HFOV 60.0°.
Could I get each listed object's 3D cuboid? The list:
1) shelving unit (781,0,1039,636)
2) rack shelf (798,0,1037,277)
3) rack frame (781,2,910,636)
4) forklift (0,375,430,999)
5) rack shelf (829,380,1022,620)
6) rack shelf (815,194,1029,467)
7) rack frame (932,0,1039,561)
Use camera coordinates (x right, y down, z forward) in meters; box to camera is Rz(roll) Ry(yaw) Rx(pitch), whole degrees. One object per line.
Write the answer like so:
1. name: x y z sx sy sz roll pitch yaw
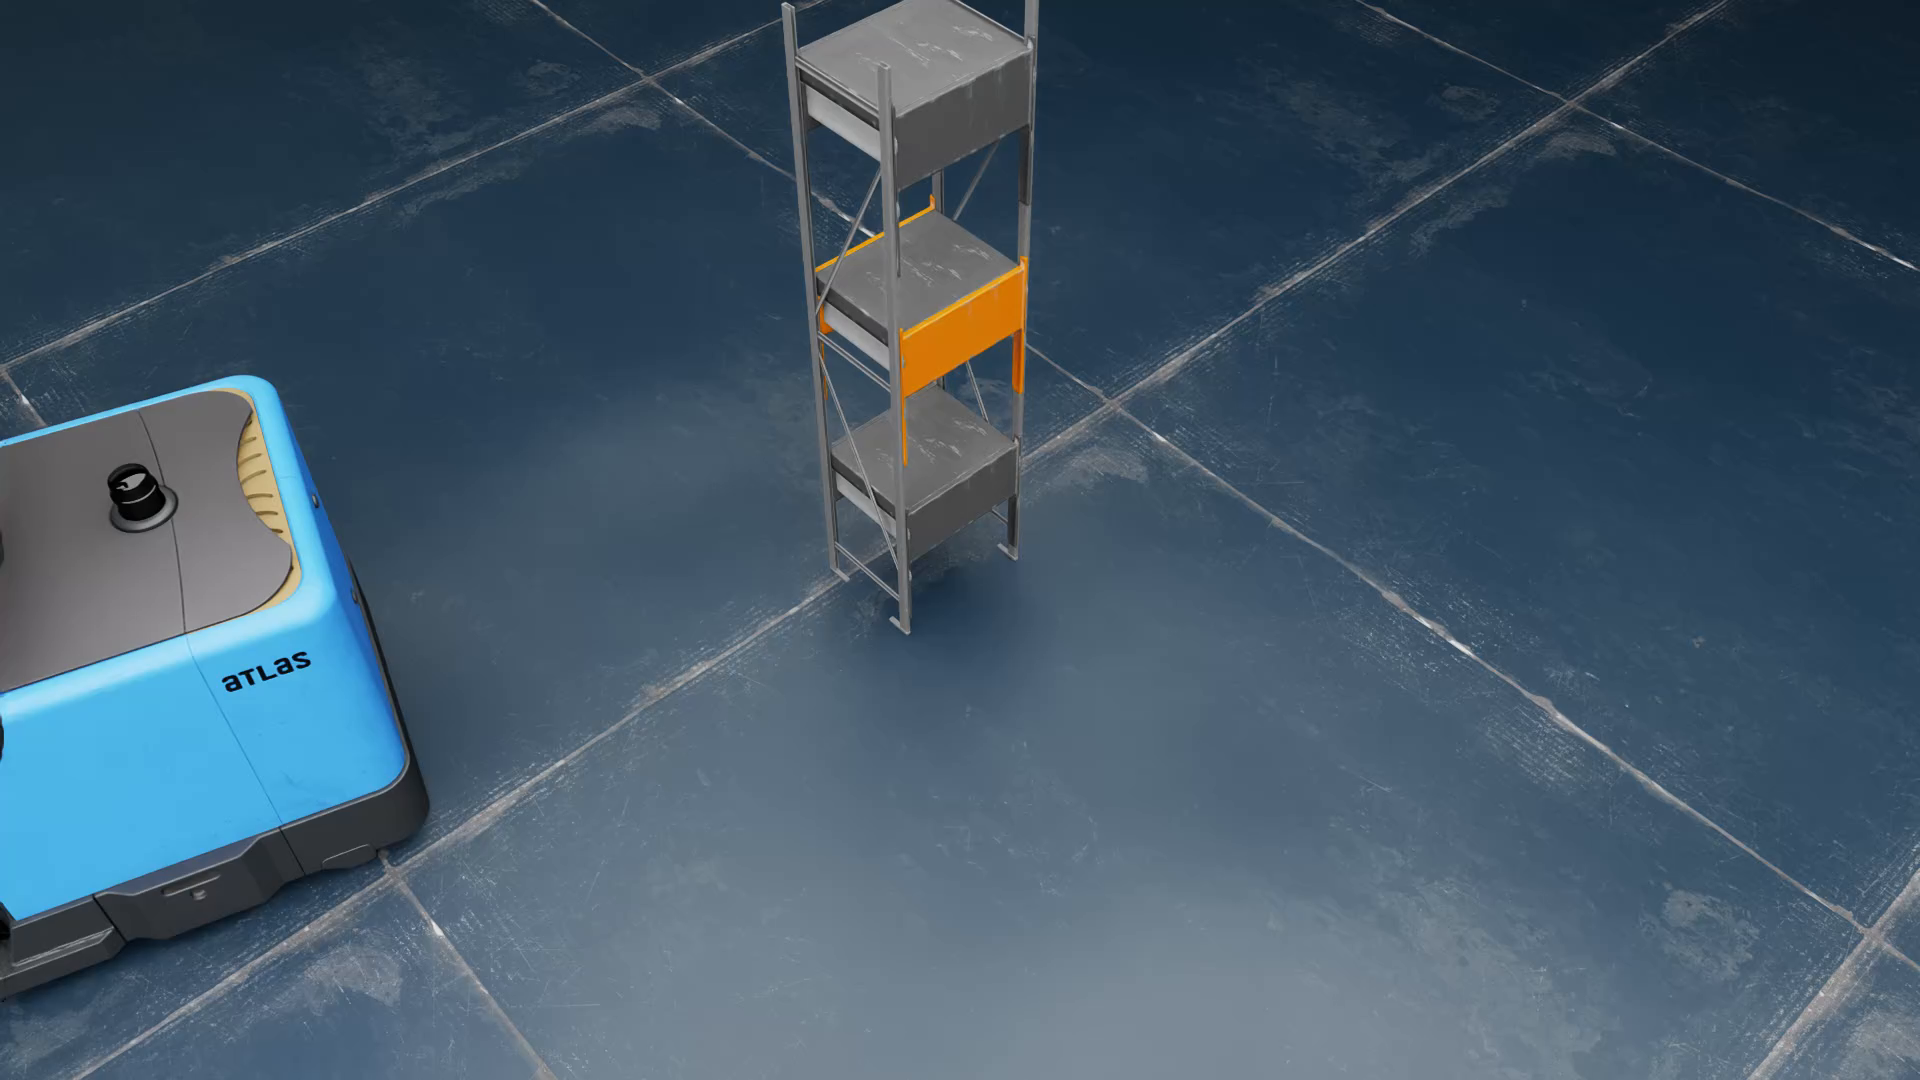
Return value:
1. shelving unit: -0.122 -0.630 4.903 0.503 2.100 0.431 -34 56 -27
2. rack shelf: -0.122 -1.096 4.398 0.480 0.518 0.431 -34 56 -27
3. rack frame: -0.303 -0.510 4.791 0.015 2.100 0.400 -34 56 -27
4. forklift: -3.125 0.030 3.728 3.031 2.935 1.130 -19 50 -17
5. rack shelf: -0.122 -0.146 5.427 0.480 0.518 0.431 -34 56 -27
6. rack shelf: -0.122 -0.621 4.913 0.480 0.518 0.431 -34 56 -27
7. rack frame: 0.058 -0.751 5.014 0.015 2.100 0.400 -34 56 -27
